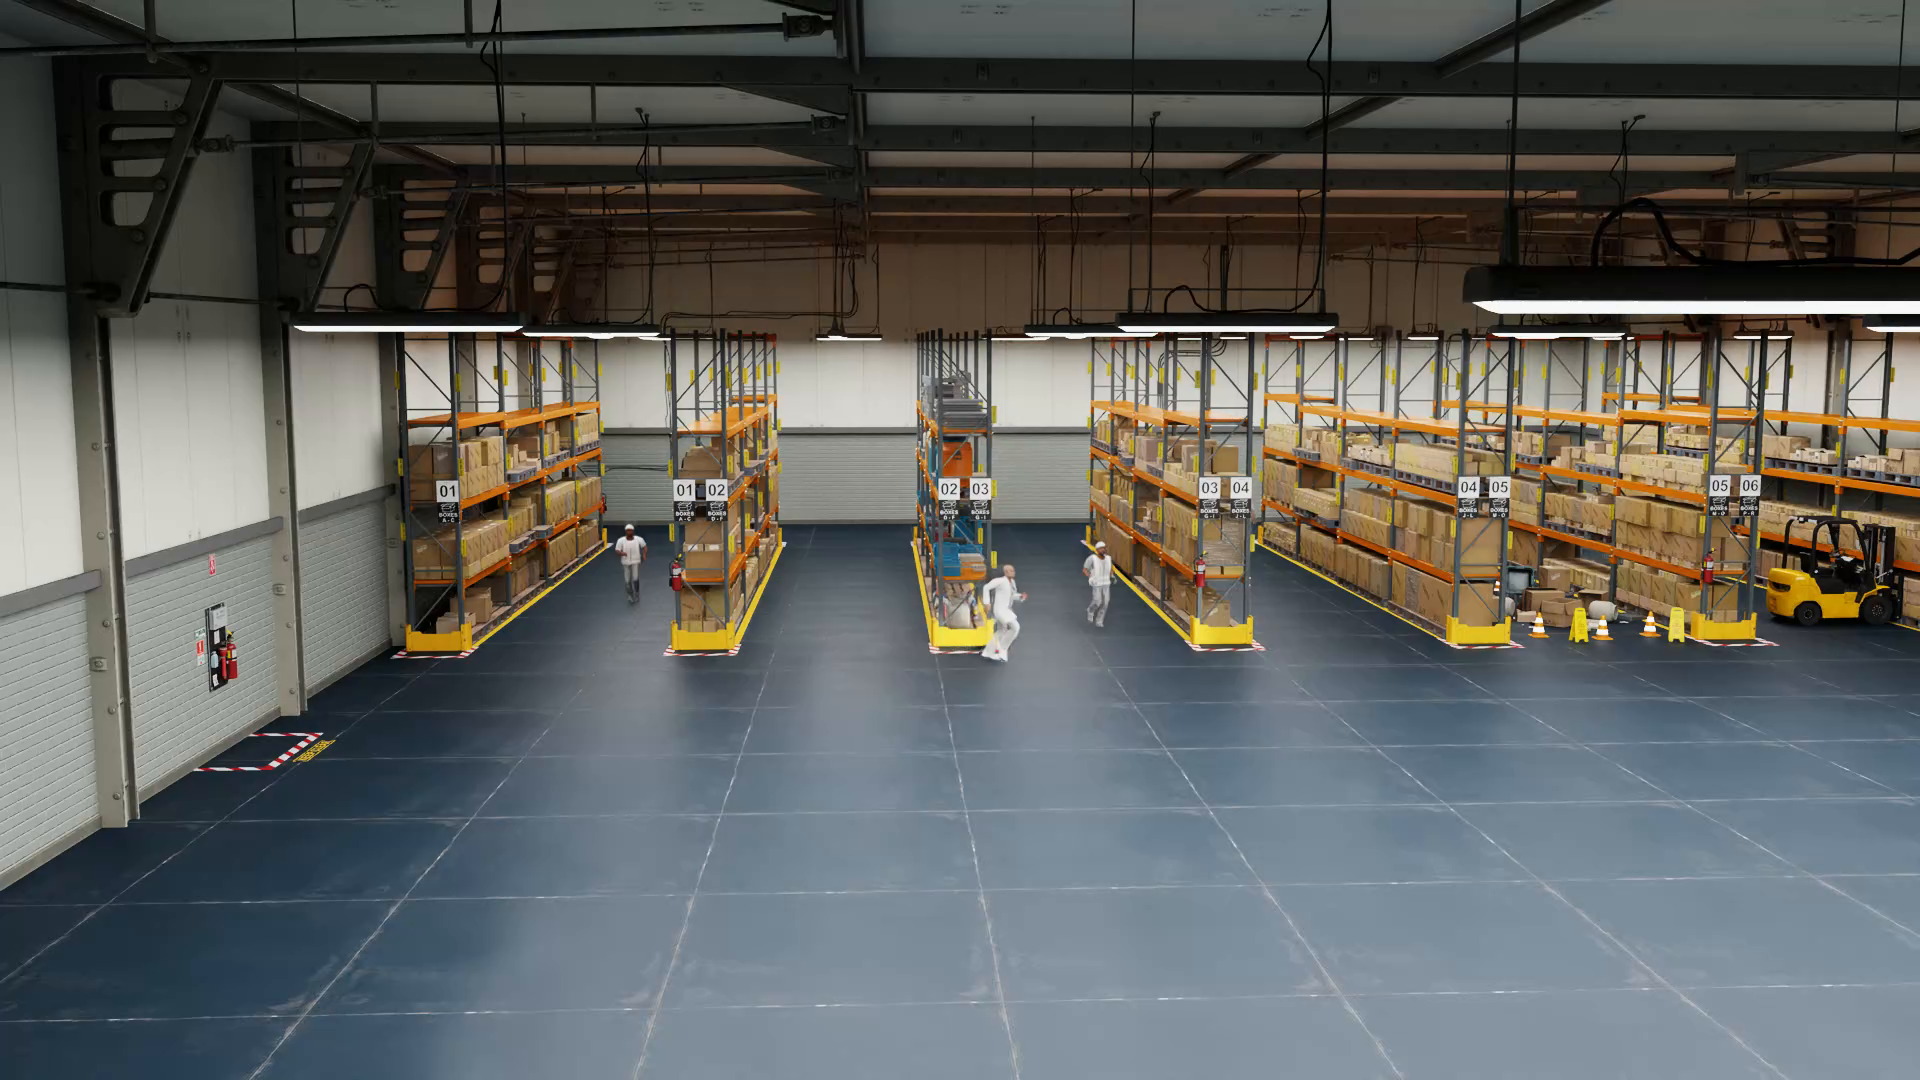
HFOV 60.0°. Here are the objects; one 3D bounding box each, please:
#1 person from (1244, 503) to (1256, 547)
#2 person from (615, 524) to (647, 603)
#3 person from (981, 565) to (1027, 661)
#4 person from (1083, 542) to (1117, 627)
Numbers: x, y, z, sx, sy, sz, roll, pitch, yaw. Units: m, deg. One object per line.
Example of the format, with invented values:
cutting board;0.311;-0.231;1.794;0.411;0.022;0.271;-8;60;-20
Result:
person;7.687;-0.428;44.955;0.663;1.772;0.814;0;7;-3
person;-7.263;0.523;36.714;0.673;1.748;0.678;-1;7;-7
person;0.793;1.315;29.949;0.858;1.737;0.749;3;8;26
person;2.838;0.901;33.628;0.661;1.740;0.592;-3;7;-22
